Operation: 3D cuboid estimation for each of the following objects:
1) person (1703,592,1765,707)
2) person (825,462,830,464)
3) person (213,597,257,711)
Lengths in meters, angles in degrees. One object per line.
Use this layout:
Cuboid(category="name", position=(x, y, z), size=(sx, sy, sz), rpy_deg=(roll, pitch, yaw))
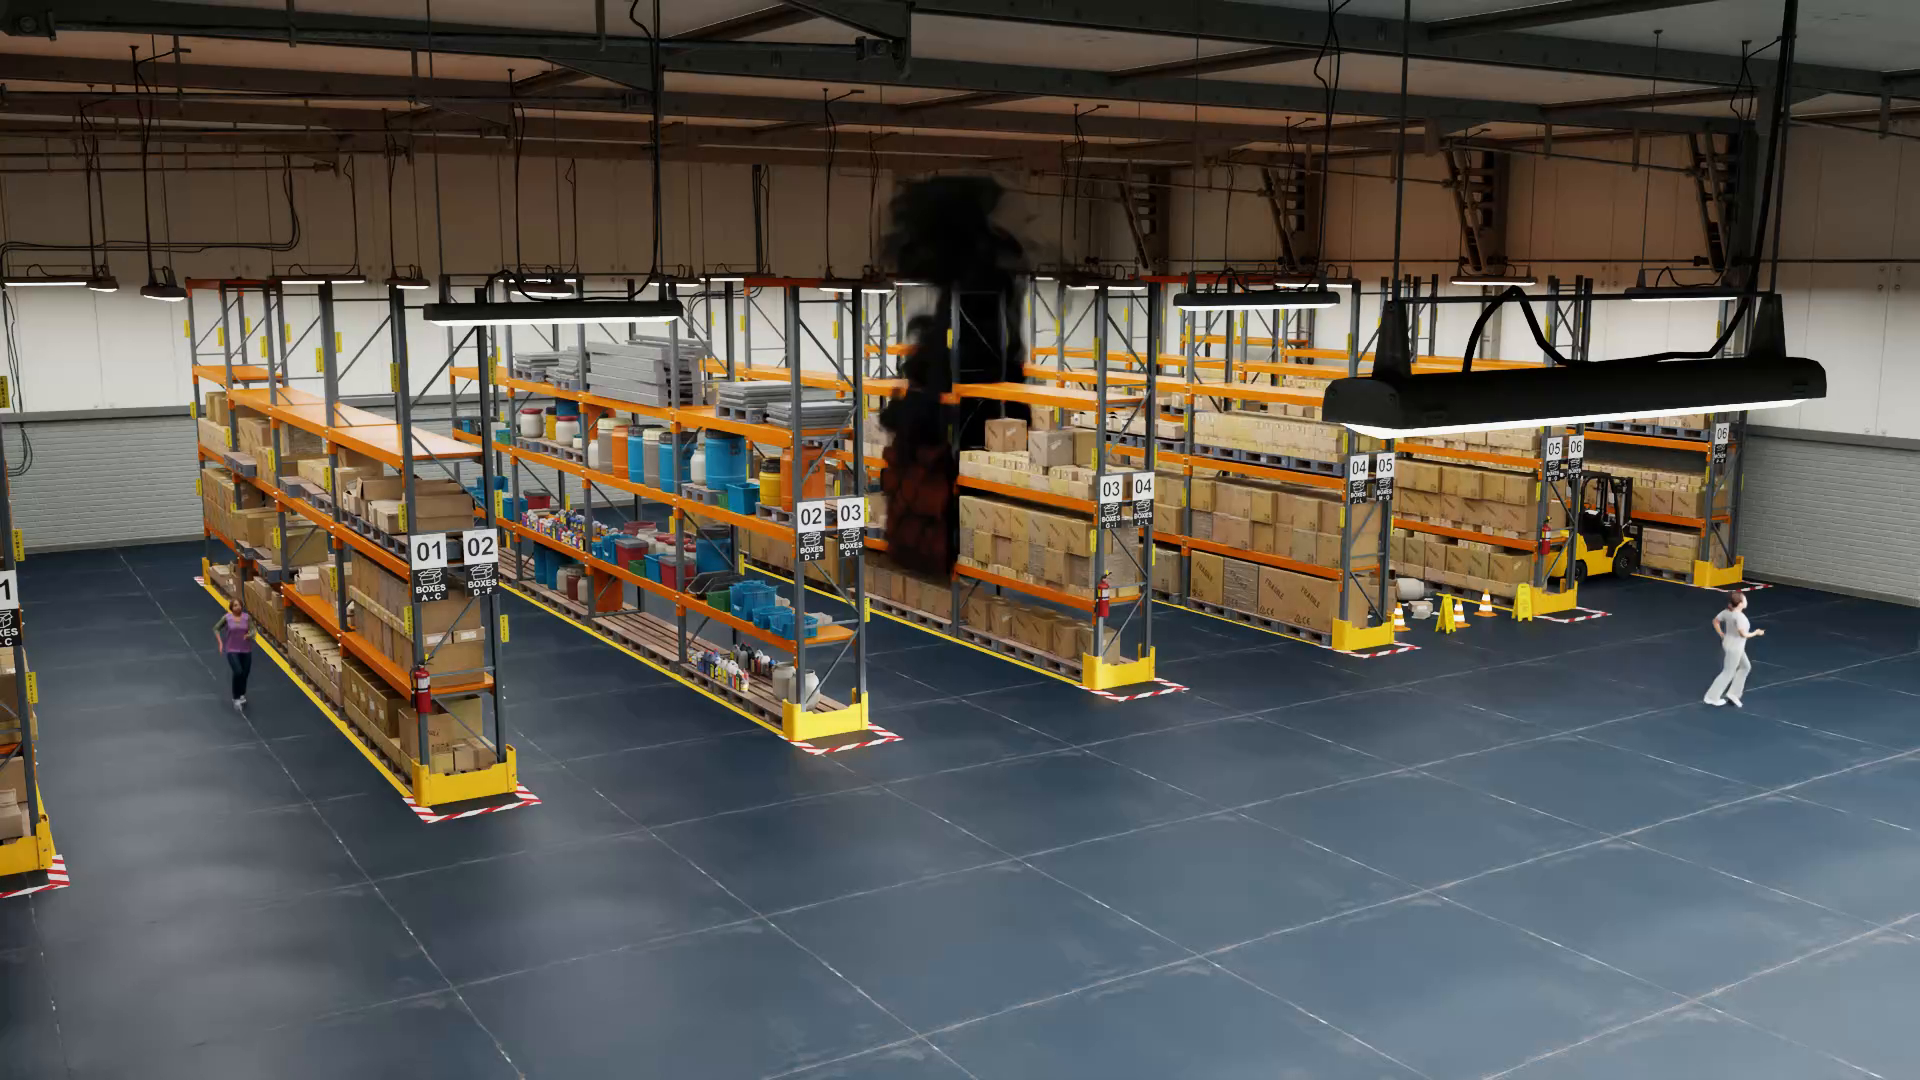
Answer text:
Cuboid(category="person", position=(11.004, 1.579, 23.644), size=(0.761, 1.699, 0.502), rpy_deg=(1, 10, 5))
Cuboid(category="person", position=(-3.513, -1.329, 40.700), size=(0.770, 1.708, 1.077), rpy_deg=(3, 10, 17))
Cuboid(category="person", position=(-10.248, 1.613, 23.614), size=(0.503, 1.617, 0.682), rpy_deg=(-8, 12, -39))
